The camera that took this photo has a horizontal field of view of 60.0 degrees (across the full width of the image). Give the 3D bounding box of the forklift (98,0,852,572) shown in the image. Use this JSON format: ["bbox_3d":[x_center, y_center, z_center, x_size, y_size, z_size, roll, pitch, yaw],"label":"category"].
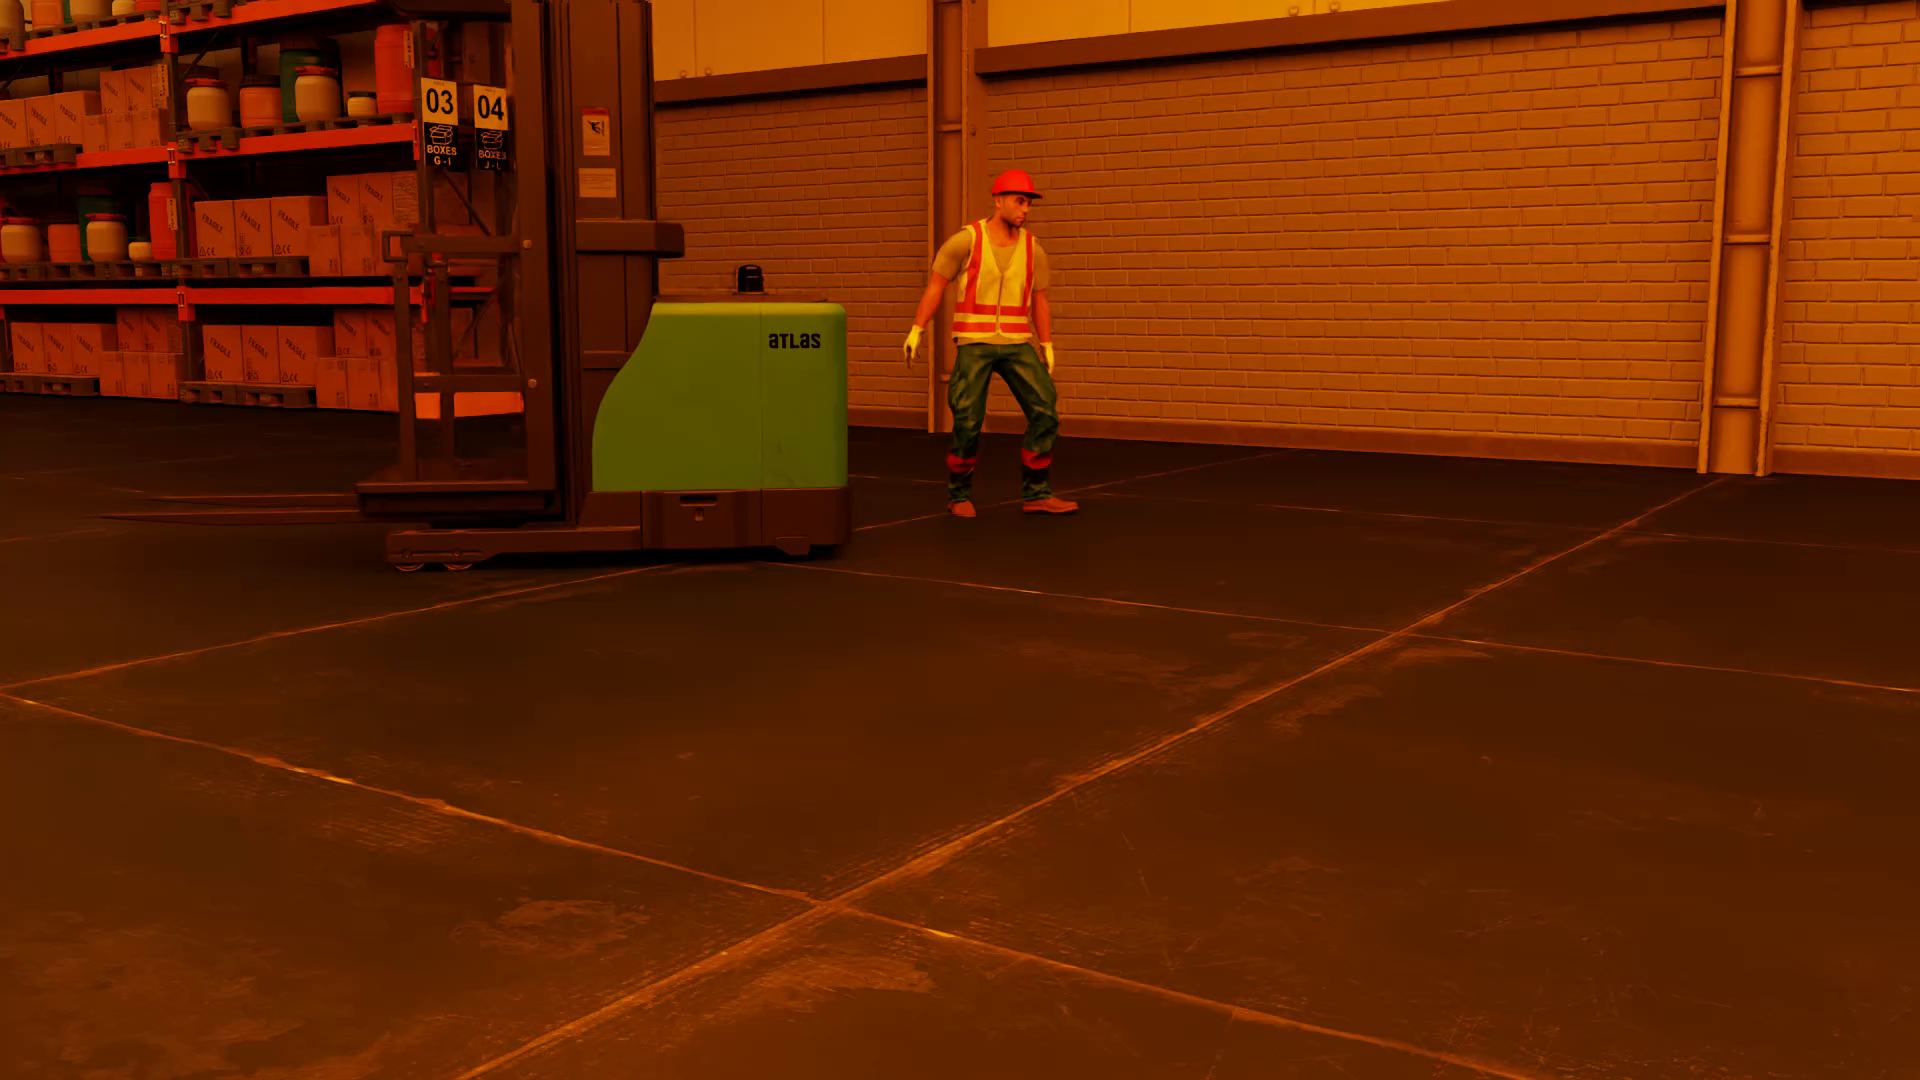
[{"bbox_3d":[-2.019,-1.403,7.055,3.031,2.935,1.130,-1,8,-8],"label":"forklift"}]

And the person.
[{"bbox_3d":[0.163,-0.971,8.392,0.887,1.750,0.464,-2,8,-12],"label":"person"}]
